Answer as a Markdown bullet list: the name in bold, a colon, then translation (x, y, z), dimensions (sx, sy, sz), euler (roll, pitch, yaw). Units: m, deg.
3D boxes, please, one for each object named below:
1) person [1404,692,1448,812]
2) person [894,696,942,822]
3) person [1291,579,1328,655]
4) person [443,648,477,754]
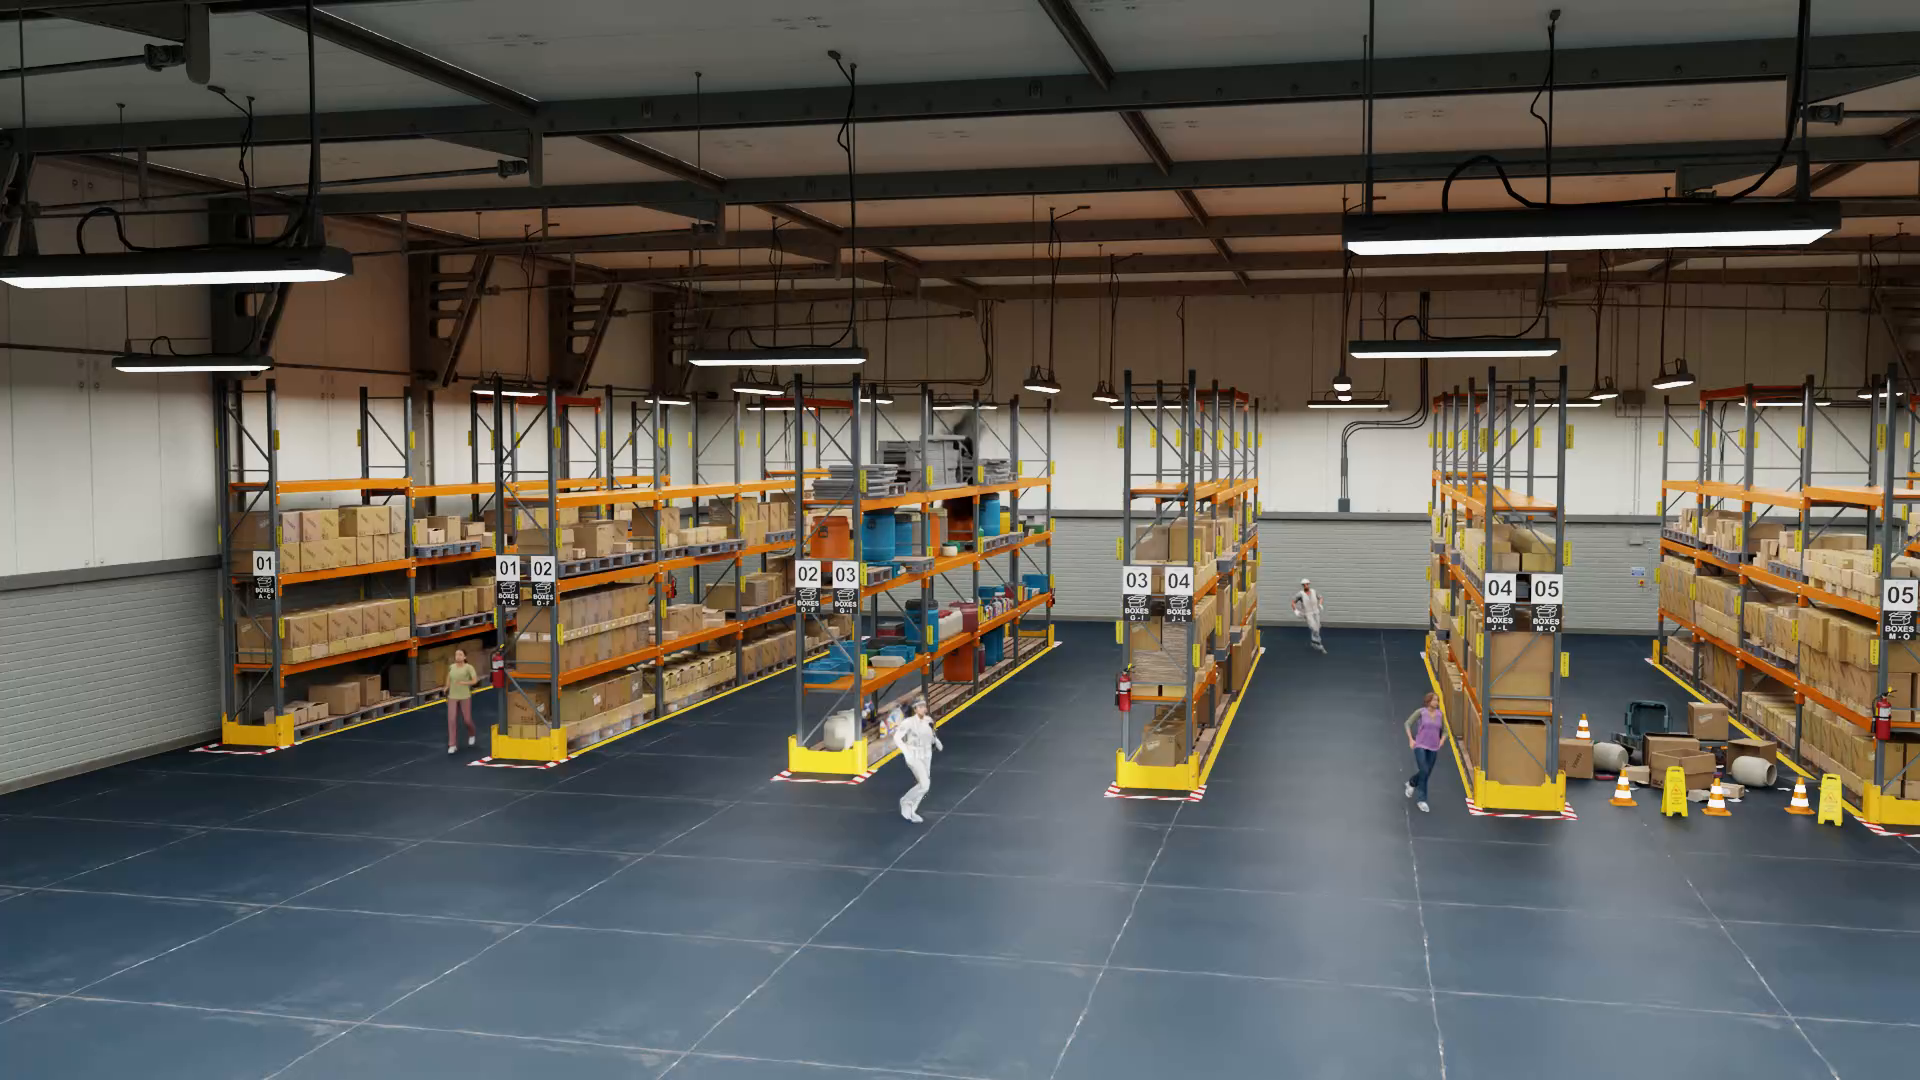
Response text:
- **person**: translation (6.379, 2.863, 22.749), dimensions (0.571, 1.585, 0.710), euler (-1, 3, -9)
- **person**: translation (-0.490, 2.863, 21.759), dimensions (0.598, 1.666, 0.549), euler (-3, 5, -43)
- **person**: translation (8.225, 1.785, 39.028), dimensions (0.763, 1.770, 0.747), euler (-1, 4, -15)
- **person**: translation (-8.047, 2.554, 26.745), dimensions (0.579, 1.643, 0.920), euler (0, 3, 3)
